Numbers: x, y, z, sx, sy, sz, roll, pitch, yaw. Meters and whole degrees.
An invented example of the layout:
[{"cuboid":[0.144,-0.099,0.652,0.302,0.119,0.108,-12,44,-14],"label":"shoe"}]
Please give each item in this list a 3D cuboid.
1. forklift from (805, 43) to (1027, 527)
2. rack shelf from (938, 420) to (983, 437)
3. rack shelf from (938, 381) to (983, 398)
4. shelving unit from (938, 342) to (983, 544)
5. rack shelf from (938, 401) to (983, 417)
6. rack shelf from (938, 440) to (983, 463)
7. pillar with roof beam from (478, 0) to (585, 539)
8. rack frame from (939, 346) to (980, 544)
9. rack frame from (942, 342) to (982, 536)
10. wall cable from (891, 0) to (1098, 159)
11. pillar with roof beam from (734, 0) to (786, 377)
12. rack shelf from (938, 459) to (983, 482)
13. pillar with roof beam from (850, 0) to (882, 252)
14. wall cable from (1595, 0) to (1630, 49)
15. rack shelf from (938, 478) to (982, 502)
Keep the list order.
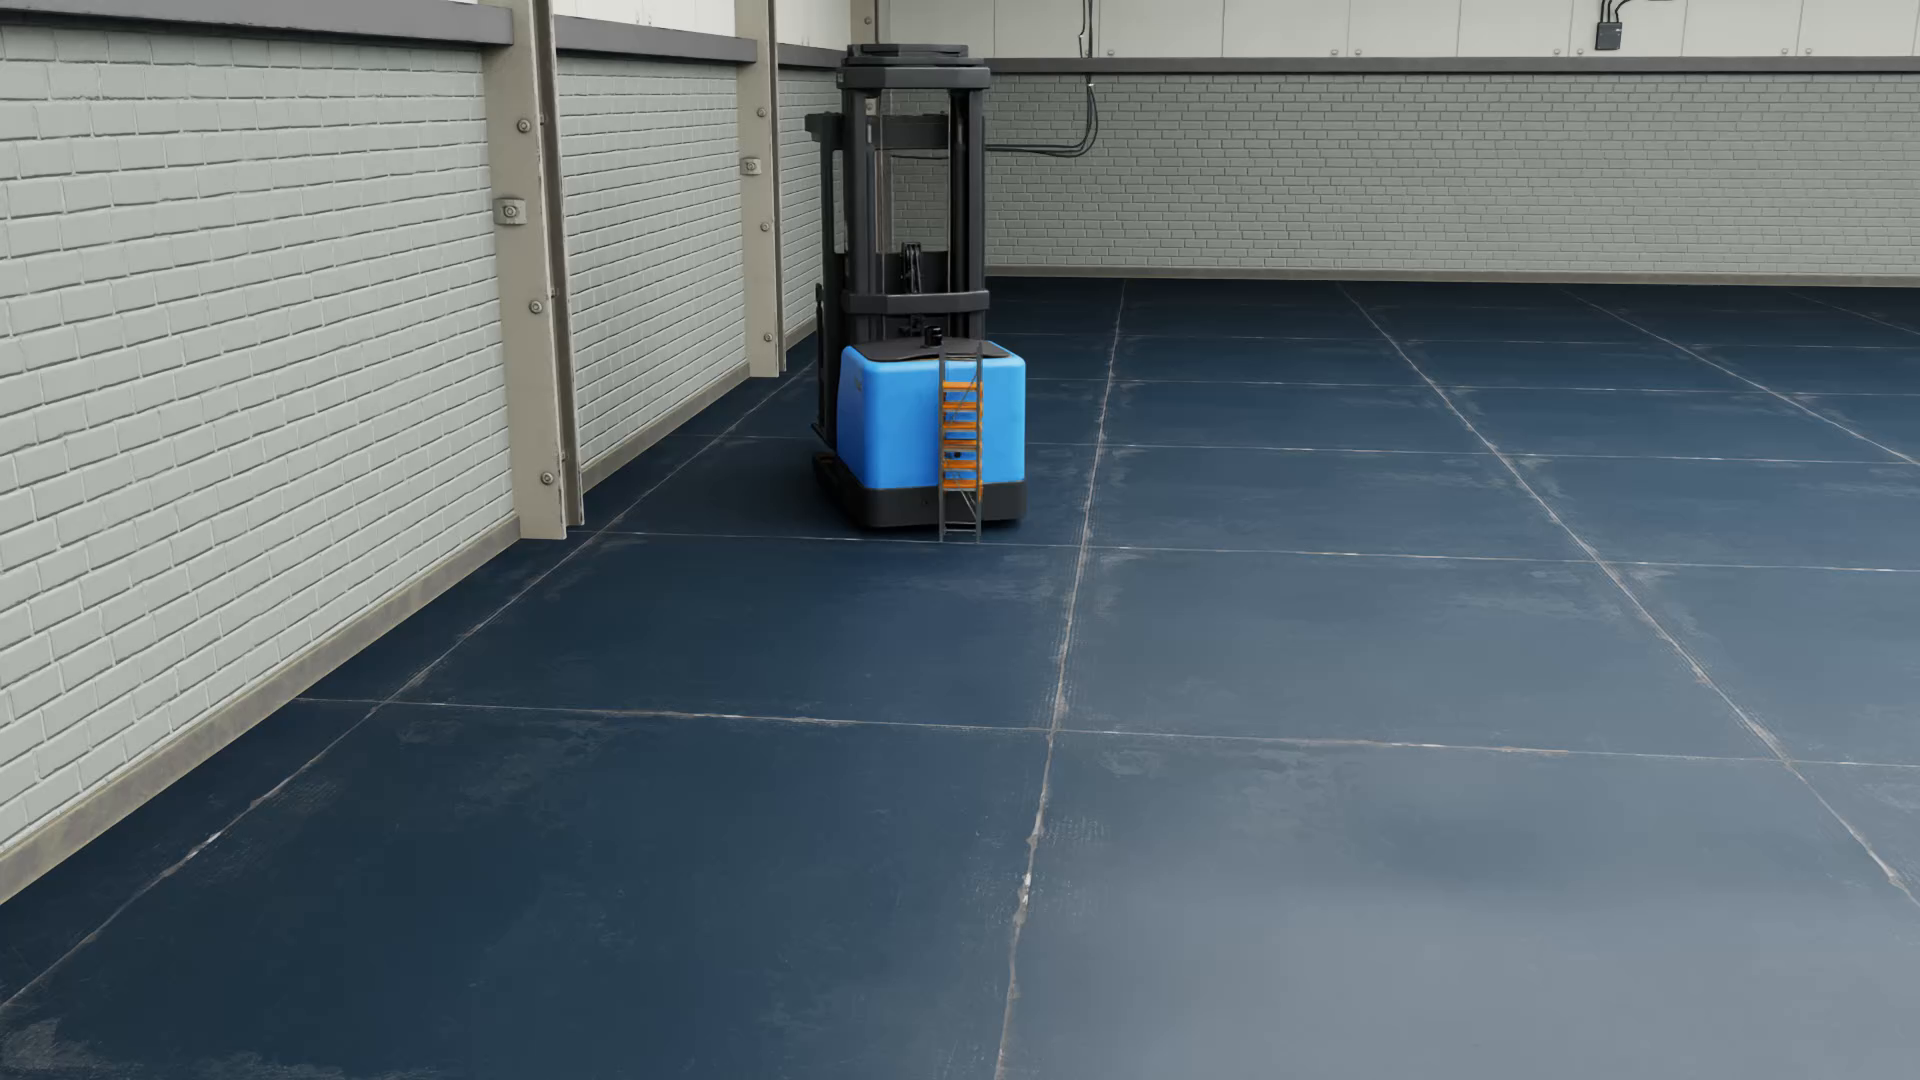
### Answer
[{"cuboid":[-0.430,-1.832,11.323,1.130,2.935,3.031,-4,16,-13],"label":"forklift"},{"cuboid":[0.003,-0.654,9.993,0.258,0.103,0.180,1,15,4],"label":"rack shelf"},{"cuboid":[0.004,-0.886,9.930,0.258,0.103,0.180,1,15,4],"label":"rack shelf"},{"cuboid":[0.003,-0.582,10.013,0.258,1.200,0.189,1,15,4],"label":"shelving unit"},{"cuboid":[0.003,-0.770,9.962,0.258,0.103,0.180,1,15,4],"label":"rack shelf"},{"cuboid":[0.003,-0.539,10.024,0.258,0.103,0.180,1,15,4],"label":"rack shelf"},{"cuboid":[1.721,-4.277,8.738,9.100,9.000,0.400,2,15,6],"label":"pillar with roof beam"},{"cuboid":[-0.003,-0.558,9.924,0.240,1.200,0.006,1,15,4],"label":"rack frame"},{"cuboid":[0.009,-0.605,10.101,0.240,1.200,0.006,1,15,4],"label":"rack frame"},{"cuboid":[0.444,-6.742,23.804,3.097,2.526,0.112,2,15,6],"label":"wall cable"},{"cuboid":[2.398,-5.833,14.493,9.100,9.000,0.400,2,15,6],"label":"pillar with roof beam"},{"cuboid":[0.002,-0.423,10.056,0.258,0.103,0.180,1,15,4],"label":"rack shelf"},{"cuboid":[3.075,-7.389,20.248,9.100,9.000,0.400,2,15,6],"label":"pillar with roof beam"},{"cuboid":[9.875,-9.599,21.905,2.305,6.003,0.169,2,15,6],"label":"wall cable"},{"cuboid":[0.002,-0.307,10.087,0.258,0.103,0.180,1,15,4],"label":"rack shelf"}]
